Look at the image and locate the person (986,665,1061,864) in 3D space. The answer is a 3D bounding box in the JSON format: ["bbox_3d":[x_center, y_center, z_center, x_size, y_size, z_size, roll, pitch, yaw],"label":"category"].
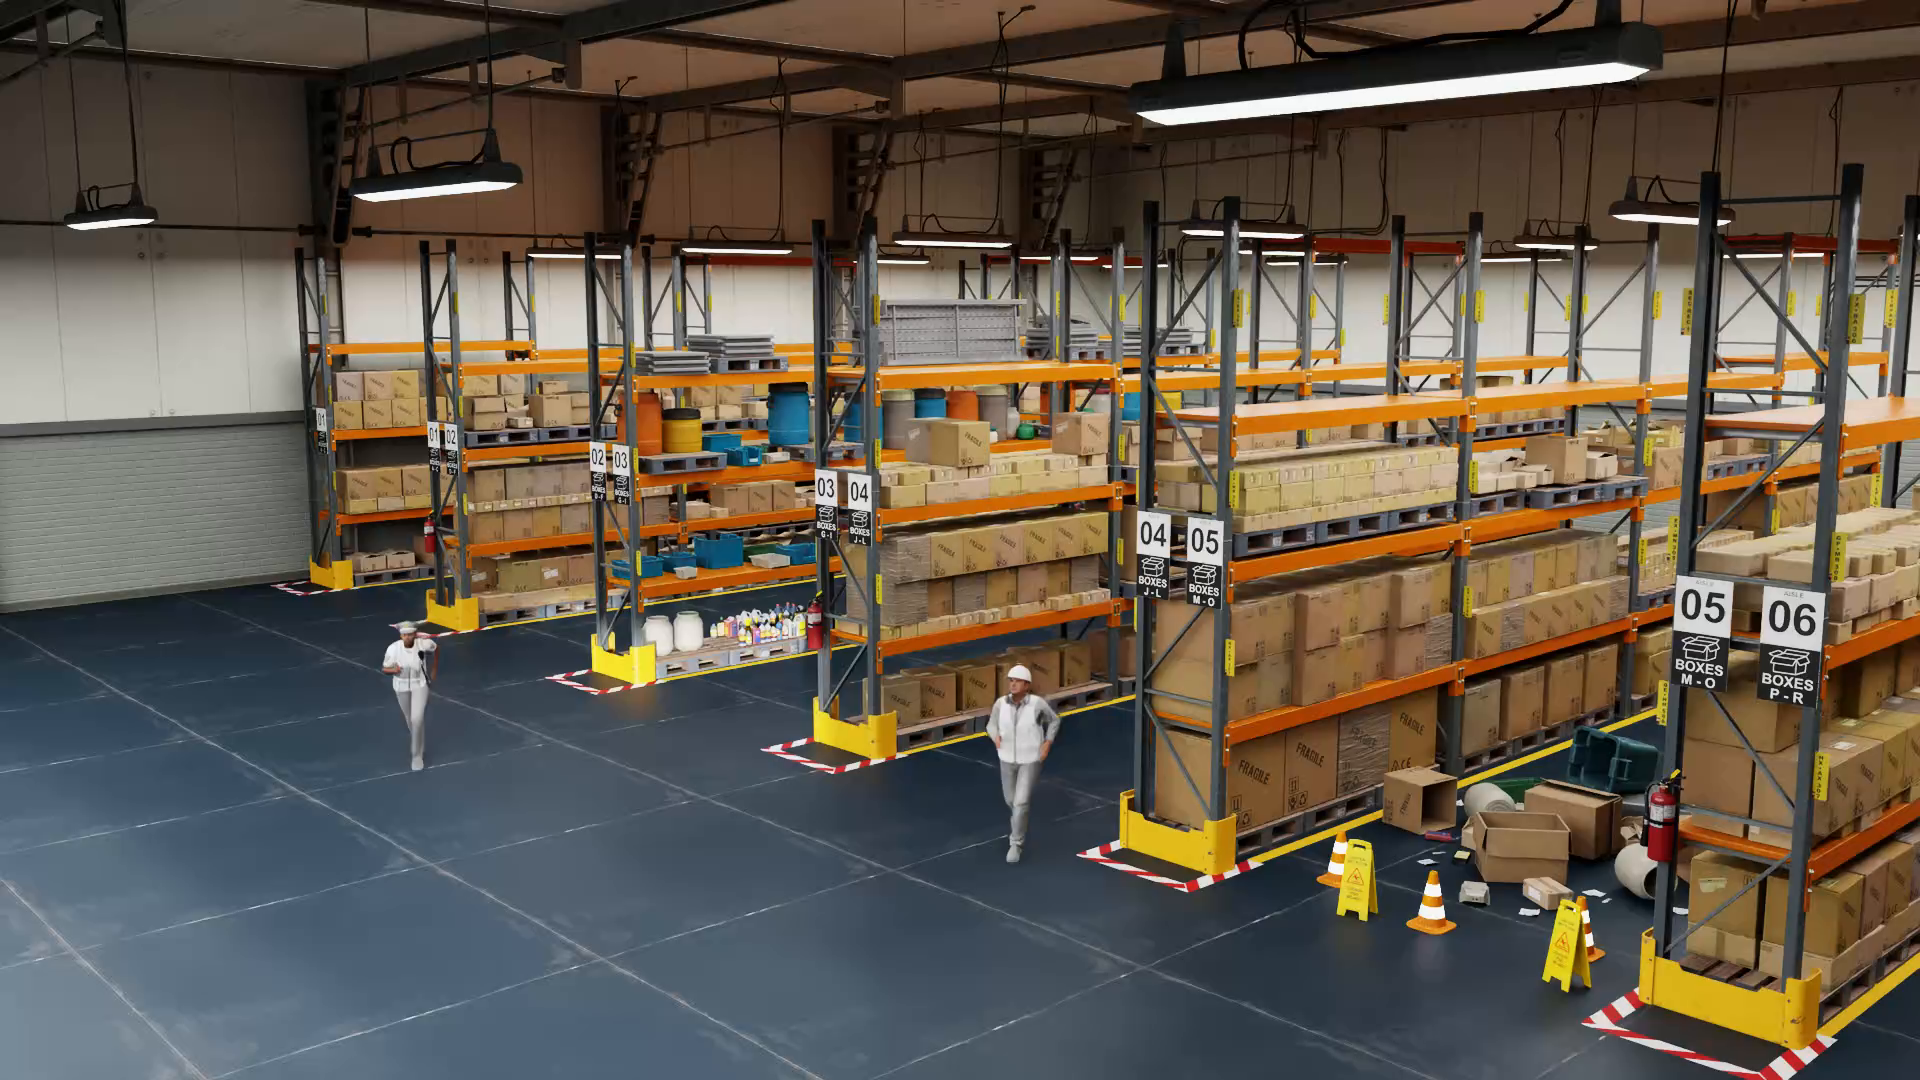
[{"bbox_3d":[0.585,2.032,15.540,0.675,1.774,0.937,3,9,19],"label":"person"}]

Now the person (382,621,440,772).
[{"bbox_3d":[-6.047,1.674,18.384,0.569,1.687,0.890,-1,8,-7],"label":"person"}]
